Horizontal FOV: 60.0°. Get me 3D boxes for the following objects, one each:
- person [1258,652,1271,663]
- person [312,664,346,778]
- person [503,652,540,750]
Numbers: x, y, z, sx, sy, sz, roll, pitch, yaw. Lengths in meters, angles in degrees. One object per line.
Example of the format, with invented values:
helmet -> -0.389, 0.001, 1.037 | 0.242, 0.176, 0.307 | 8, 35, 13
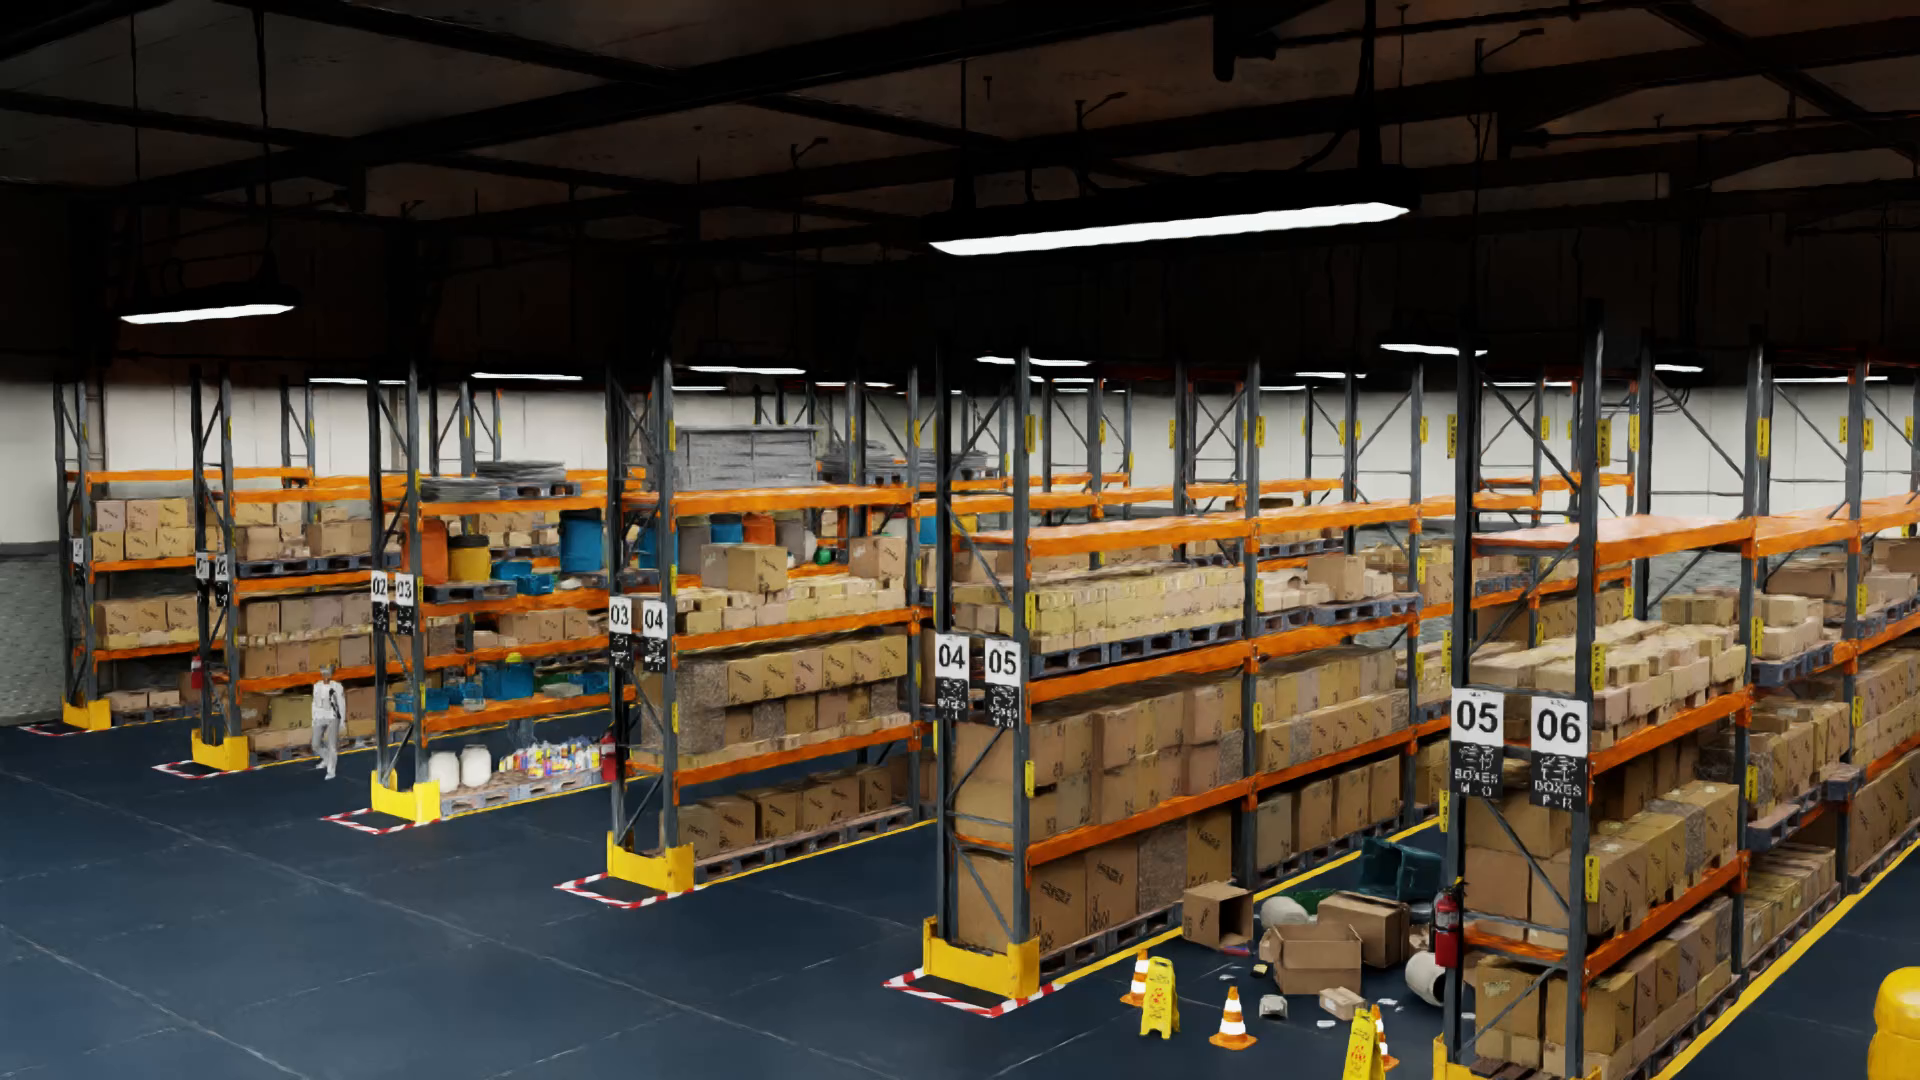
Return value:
person -> 4.595, 2.489, 25.302 | 0.564, 1.666, 0.564 | -1, 4, -19
person -> -9.144, 2.596, 24.122 | 0.530, 1.671, 0.521 | 0, 4, 3
person -> -6.579, 2.519, 24.918 | 0.719, 1.714, 0.578 | 3, 5, 39
